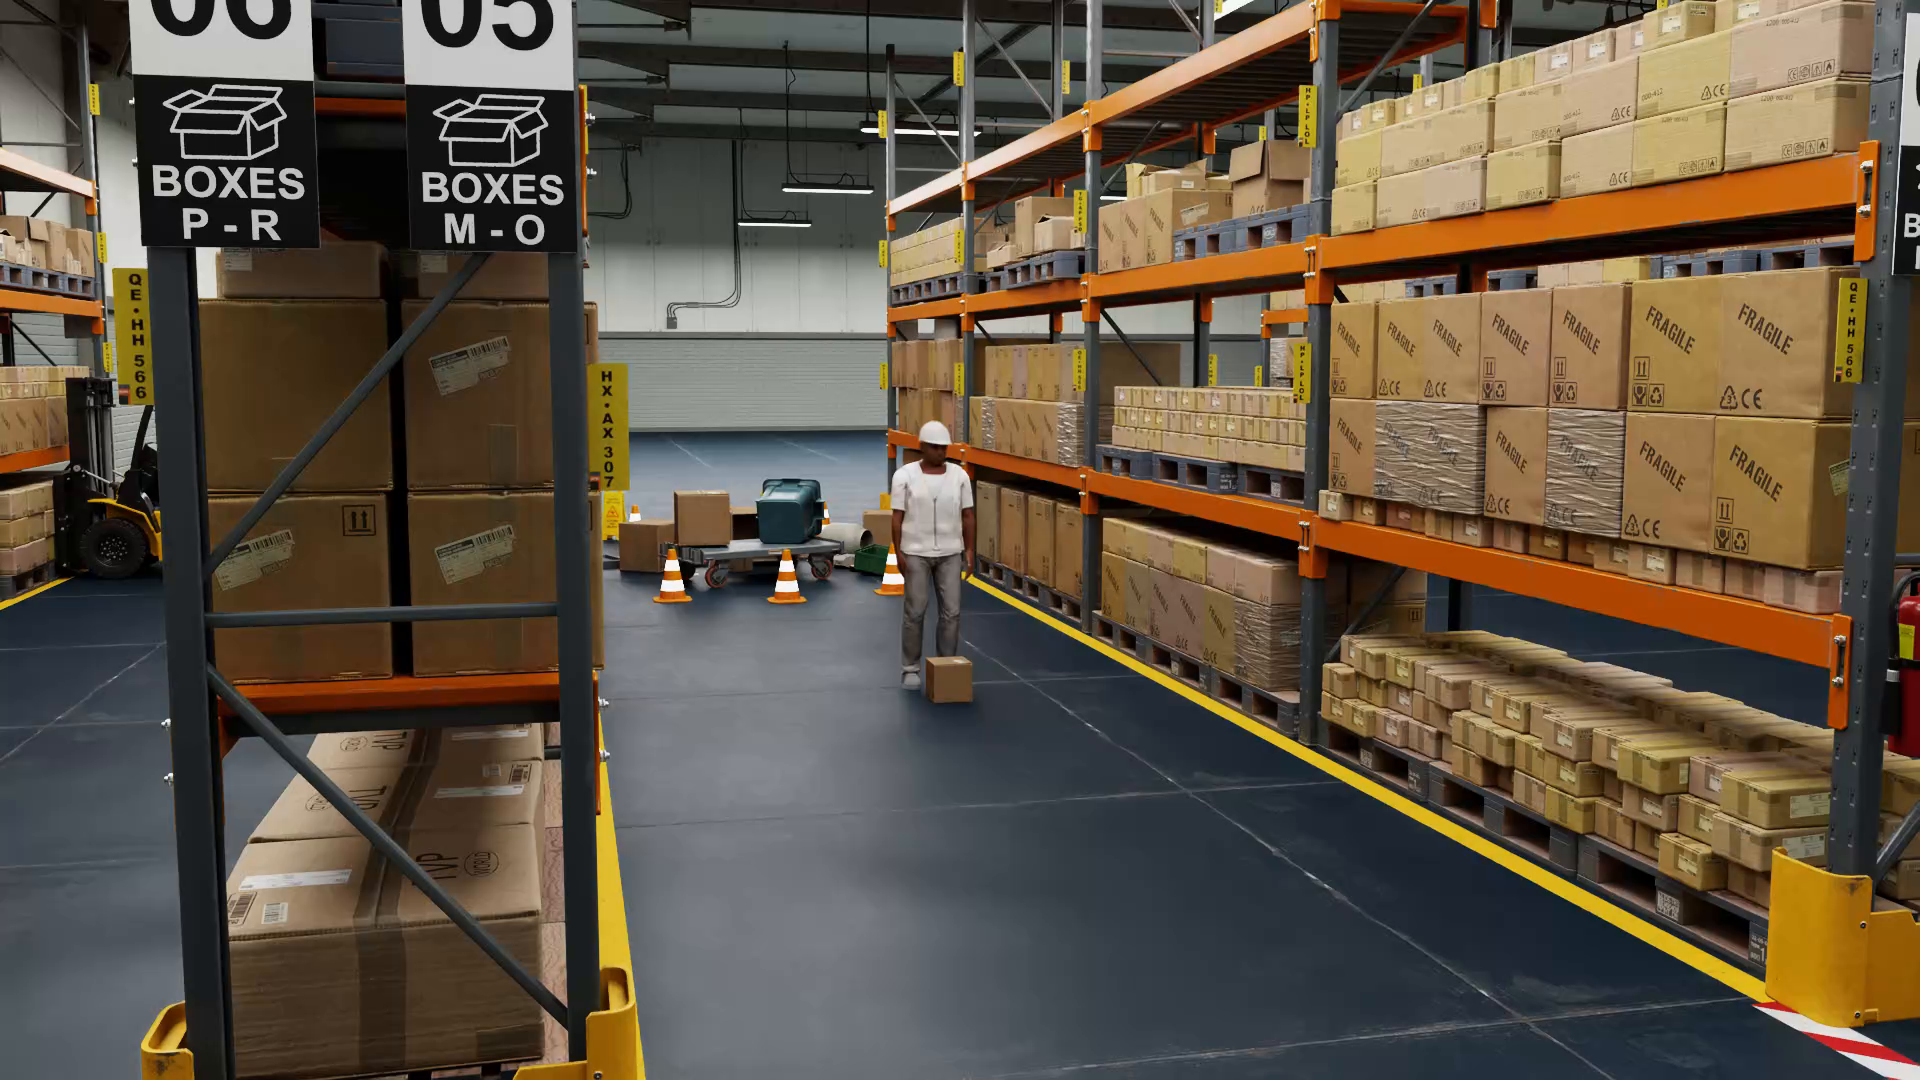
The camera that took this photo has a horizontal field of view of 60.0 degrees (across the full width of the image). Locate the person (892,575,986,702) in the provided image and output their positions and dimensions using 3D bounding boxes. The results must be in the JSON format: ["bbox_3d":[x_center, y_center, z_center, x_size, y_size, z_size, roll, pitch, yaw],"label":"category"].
[{"bbox_3d":[-0.120,0.628,10.890,0.536,0.888,0.933,-2,6,-15],"label":"person"}]
